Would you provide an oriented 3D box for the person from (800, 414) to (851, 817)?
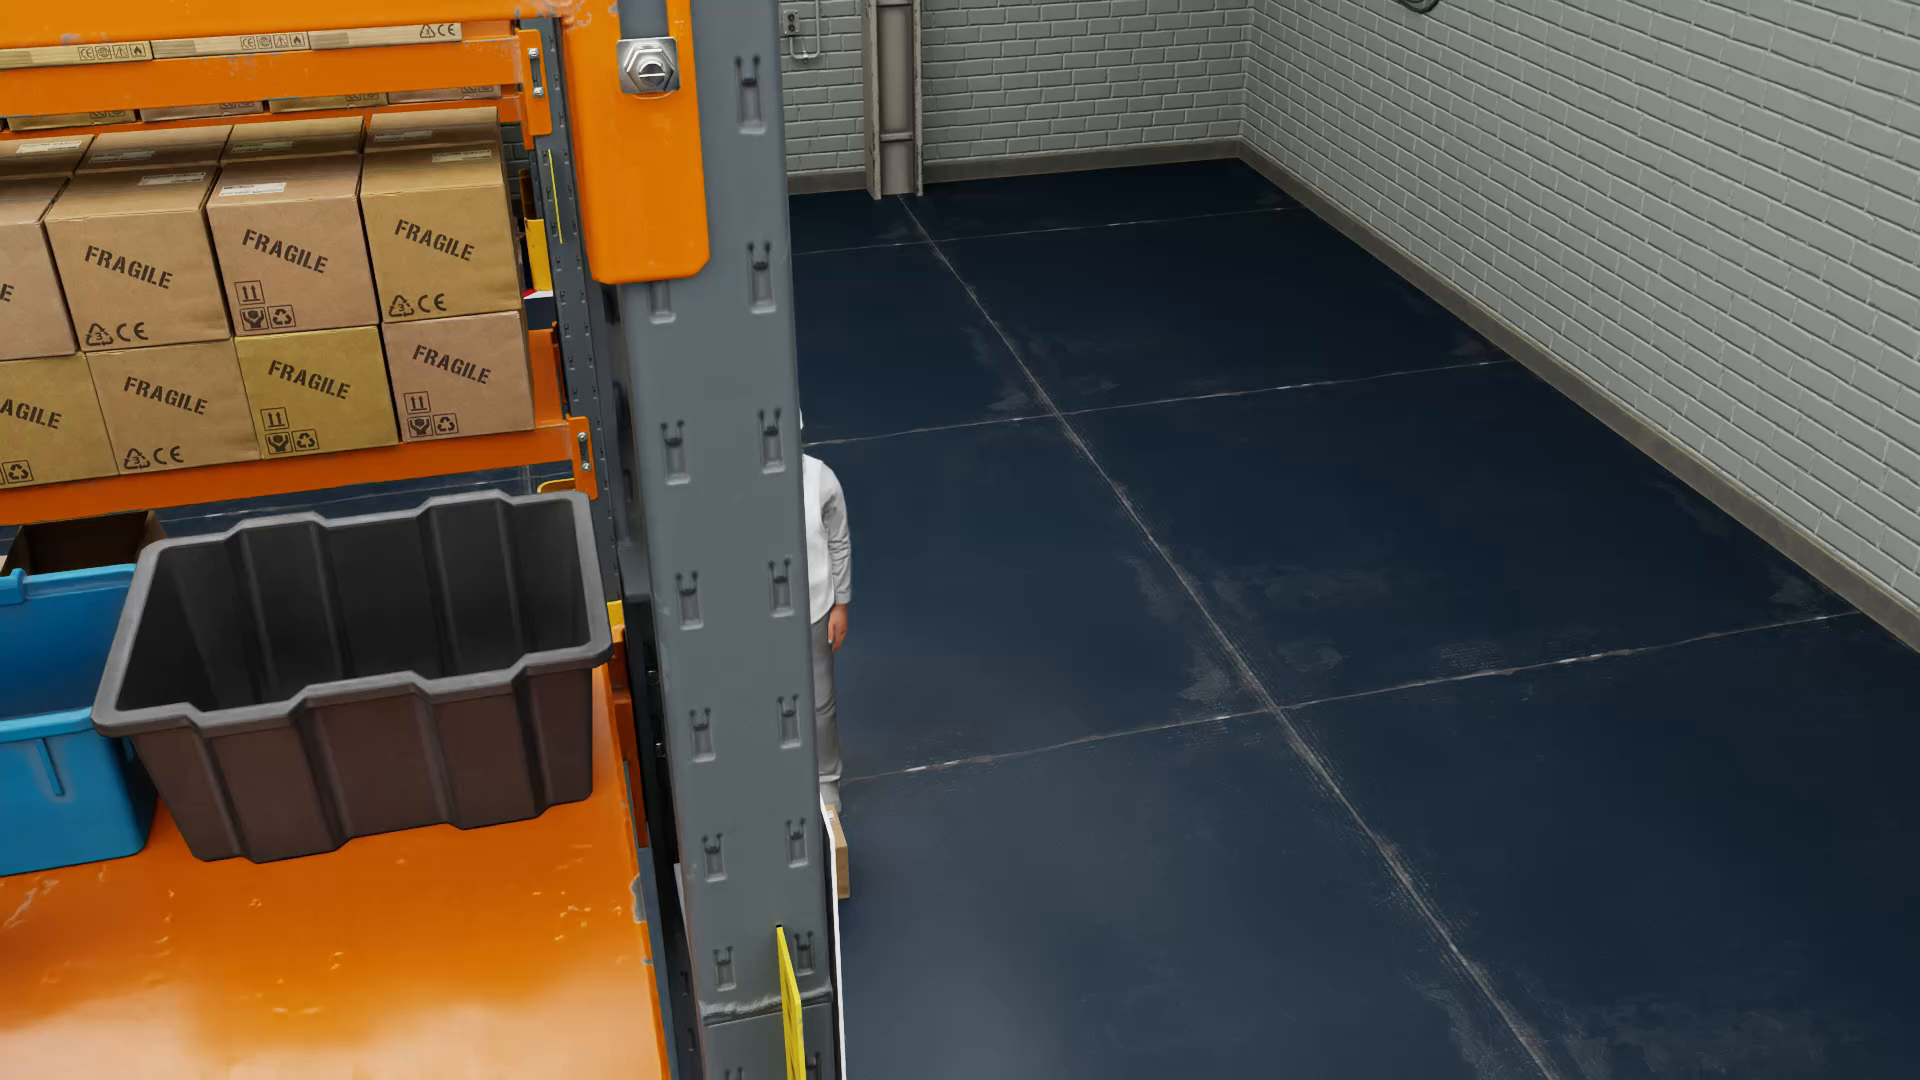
[{"bbox_3d":[-0.661,0.274,6.131,0.544,1.803,0.394,-4,30,-7],"label":"person"}]
